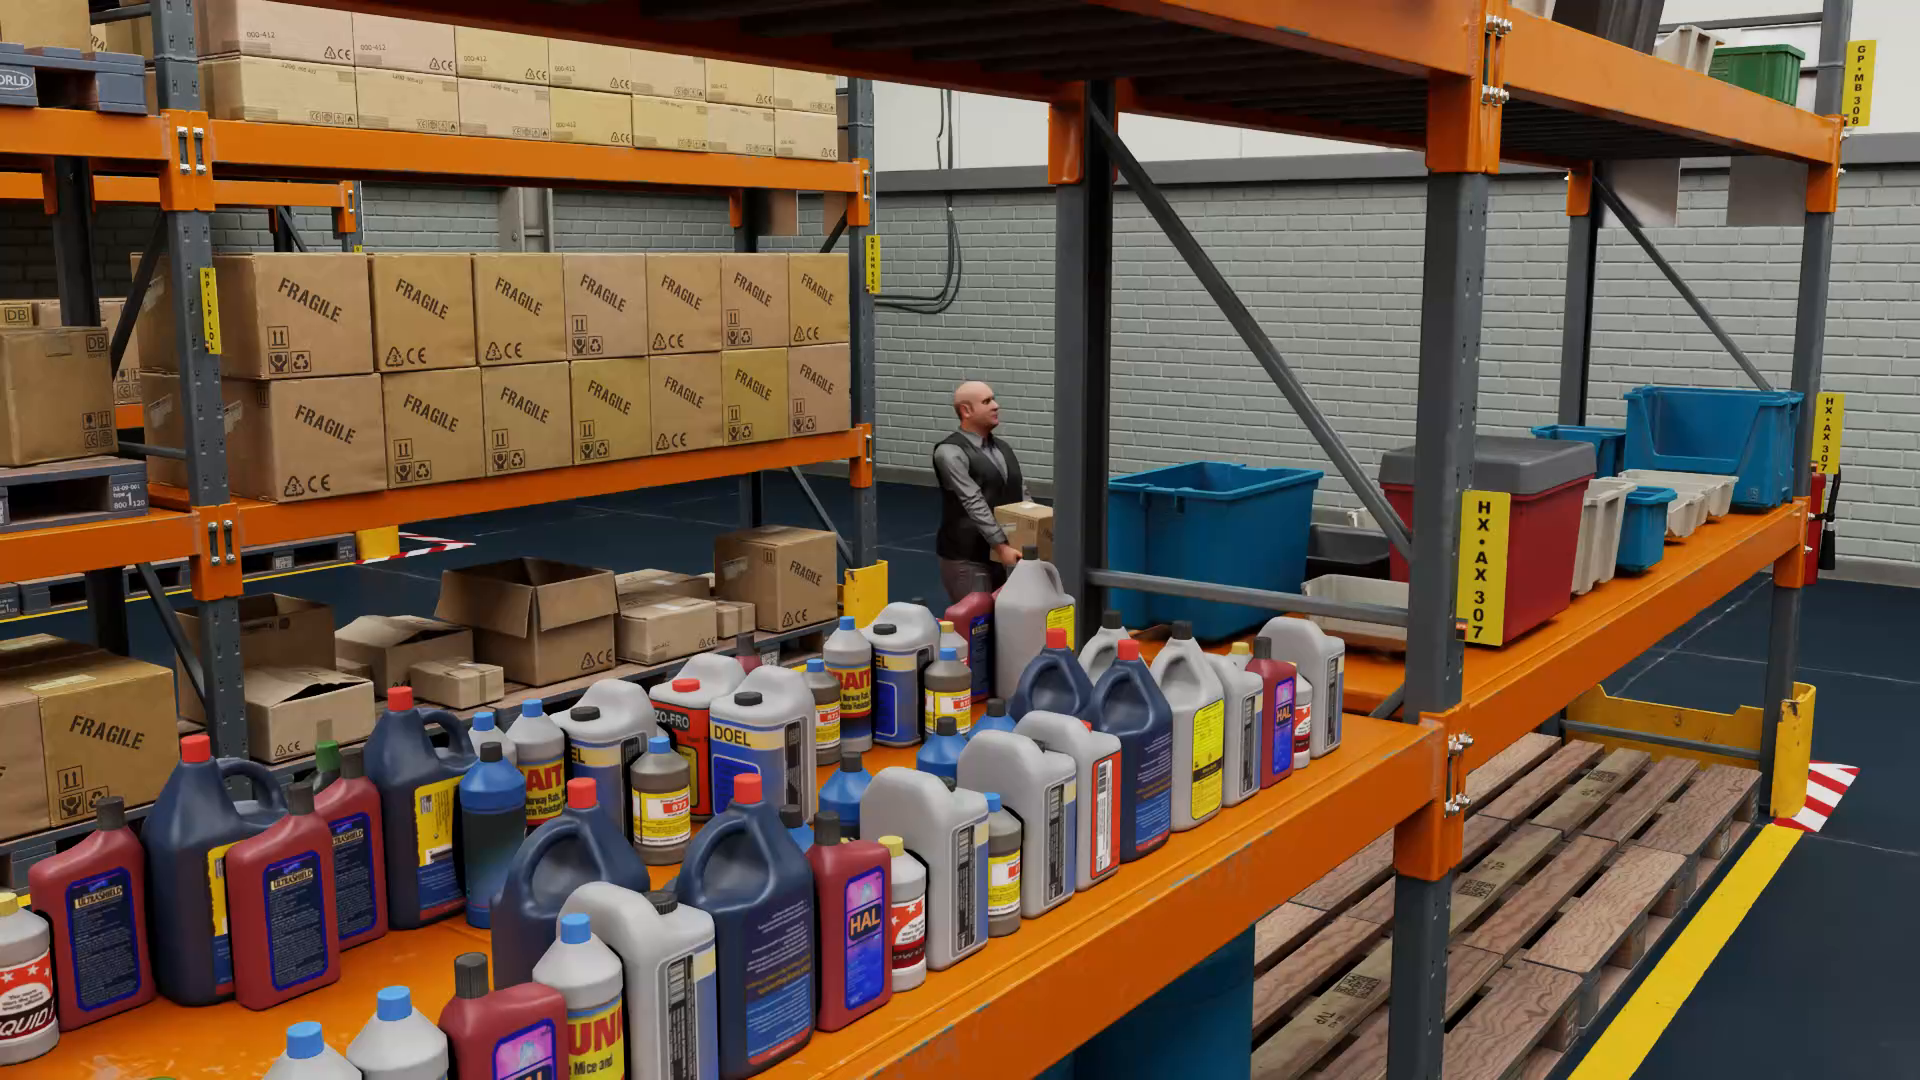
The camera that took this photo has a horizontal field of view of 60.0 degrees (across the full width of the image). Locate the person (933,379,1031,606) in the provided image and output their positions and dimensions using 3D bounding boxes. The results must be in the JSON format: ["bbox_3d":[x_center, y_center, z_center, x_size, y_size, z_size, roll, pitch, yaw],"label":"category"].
[{"bbox_3d":[0.173,0.116,7.788,0.547,1.722,0.508,7,12,35],"label":"person"}]
